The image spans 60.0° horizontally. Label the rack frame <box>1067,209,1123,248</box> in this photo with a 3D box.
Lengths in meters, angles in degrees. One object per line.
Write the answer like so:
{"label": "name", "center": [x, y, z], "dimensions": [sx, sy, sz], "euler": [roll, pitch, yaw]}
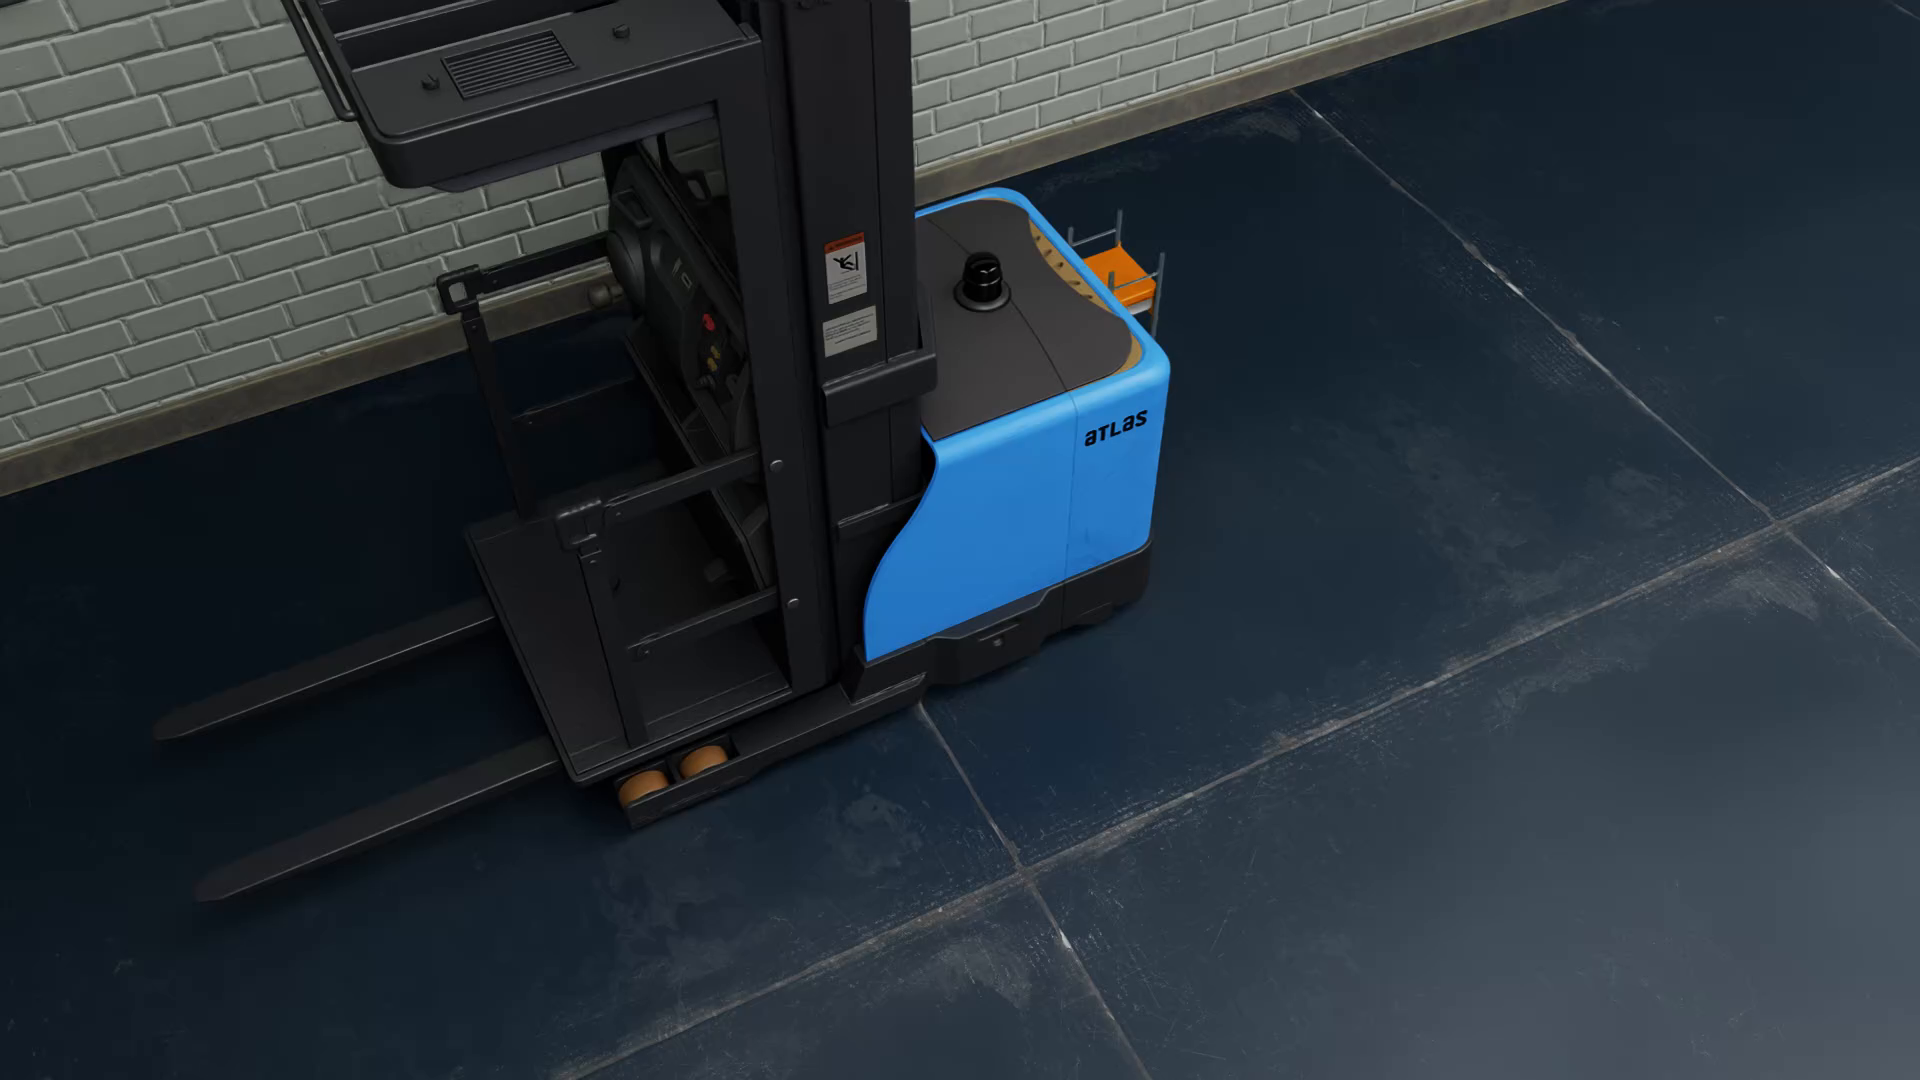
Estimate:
{"label": "rack frame", "center": [0.426, -0.666, 5.635], "dimensions": [0.200, 1.050, 0.008], "euler": [-22, 53, -18]}

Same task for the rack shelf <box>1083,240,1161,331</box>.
{"label": "rack shelf", "center": [0.485, -0.765, 5.359], "dimensions": [0.215, 0.259, 0.240], "euler": [-22, 53, -18]}

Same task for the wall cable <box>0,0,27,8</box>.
{"label": "wall cable", "center": [-3.801, -1.921, 3.515], "dimensions": [3.097, 2.526, 0.112], "euler": [-21, 52, -18]}

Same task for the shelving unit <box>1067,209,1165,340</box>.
{"label": "shelving unit", "center": [0.485, -0.585, 5.564], "dimensions": [0.215, 1.050, 0.252], "euler": [-22, 53, -18]}

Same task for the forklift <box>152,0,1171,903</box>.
{"label": "forklift", "center": [-0.921, -0.573, 4.304], "dimensions": [3.031, 2.935, 1.130], "euler": [-22, 52, -18]}

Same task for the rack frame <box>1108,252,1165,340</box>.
{"label": "rack frame", "center": [0.544, -0.504, 5.494], "dimensions": [0.200, 1.050, 0.008], "euler": [-22, 53, -18]}
